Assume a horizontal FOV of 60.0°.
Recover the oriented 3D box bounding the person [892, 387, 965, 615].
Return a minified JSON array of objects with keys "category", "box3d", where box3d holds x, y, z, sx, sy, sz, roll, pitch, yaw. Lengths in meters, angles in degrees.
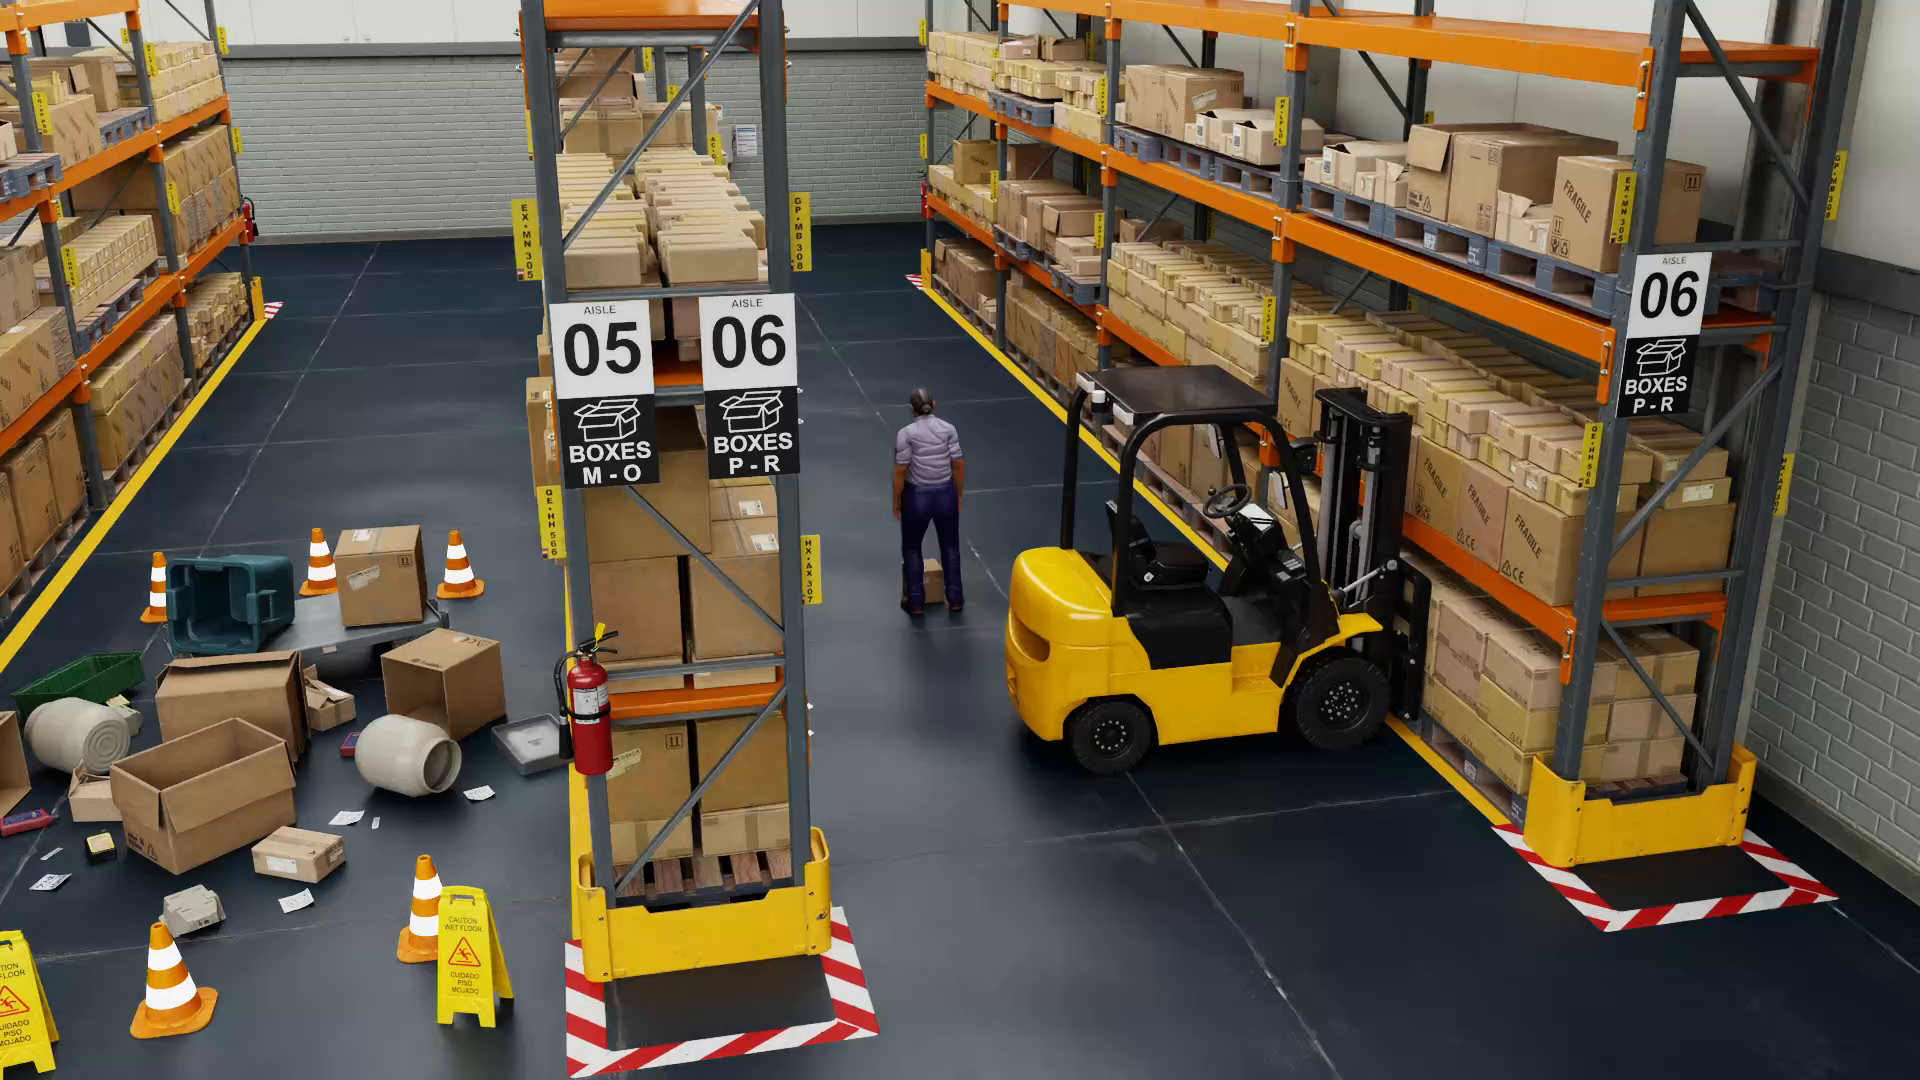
[{"category":"person","box3d":[-0.213,-0.273,11.846,0.562,1.651,0.372,-6,21,-16]}]
